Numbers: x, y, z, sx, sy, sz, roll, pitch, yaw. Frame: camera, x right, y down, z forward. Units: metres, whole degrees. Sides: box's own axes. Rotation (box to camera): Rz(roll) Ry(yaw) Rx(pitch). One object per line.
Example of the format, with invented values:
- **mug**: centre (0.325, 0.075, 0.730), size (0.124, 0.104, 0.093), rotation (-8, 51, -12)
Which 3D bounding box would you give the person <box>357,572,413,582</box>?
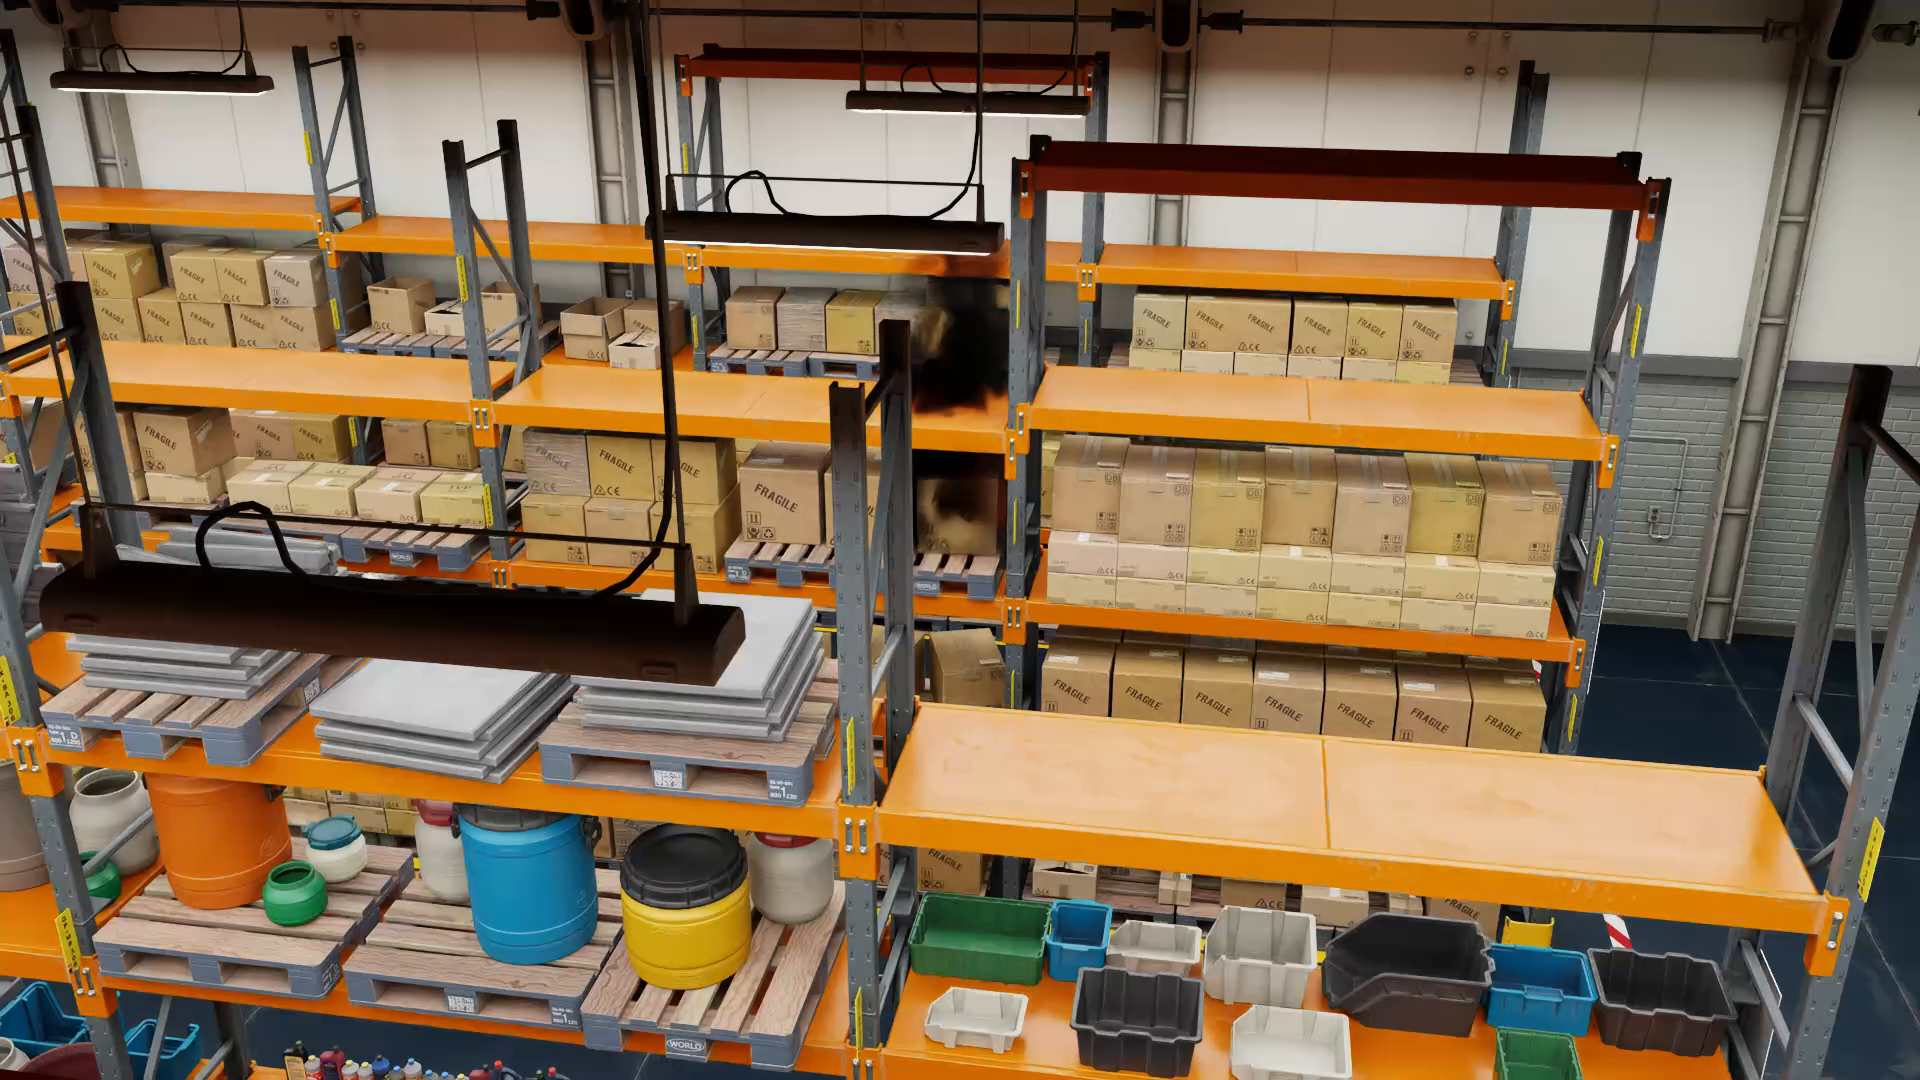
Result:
- **person**: centre (-5.672, 0.774, 16.347), size (0.818, 1.733, 0.557), rotation (2, 23, 4)
